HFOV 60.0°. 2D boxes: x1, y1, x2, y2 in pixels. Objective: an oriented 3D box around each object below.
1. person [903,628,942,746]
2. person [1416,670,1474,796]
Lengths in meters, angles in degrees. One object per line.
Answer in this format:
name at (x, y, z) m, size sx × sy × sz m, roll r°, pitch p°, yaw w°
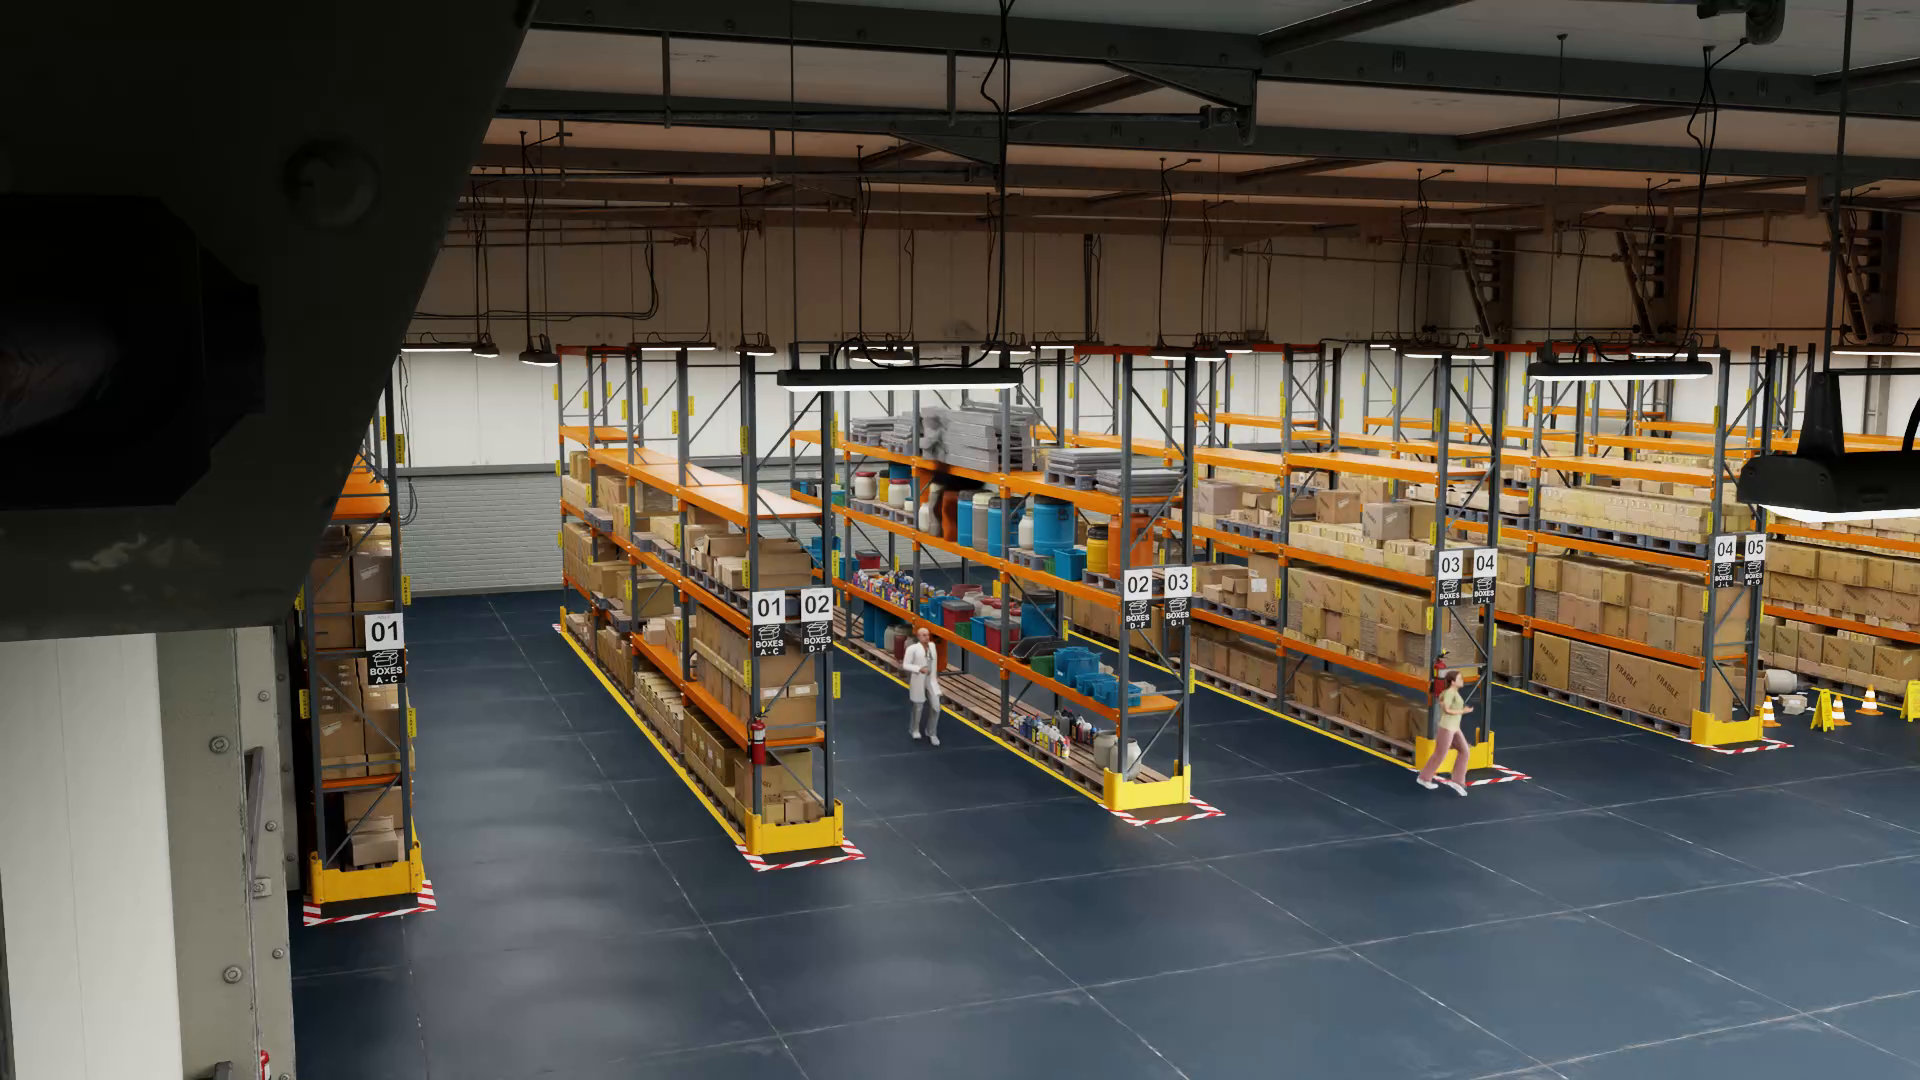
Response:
person at (-0.571, 2.239, 25.422) m, size 0.689 × 1.827 × 0.832 m, roll -3°, pitch 8°, yaw -26°
person at (6.668, 2.630, 22.774) m, size 0.715 × 1.719 × 0.580 m, roll 4°, pitch 8°, yaw 29°
